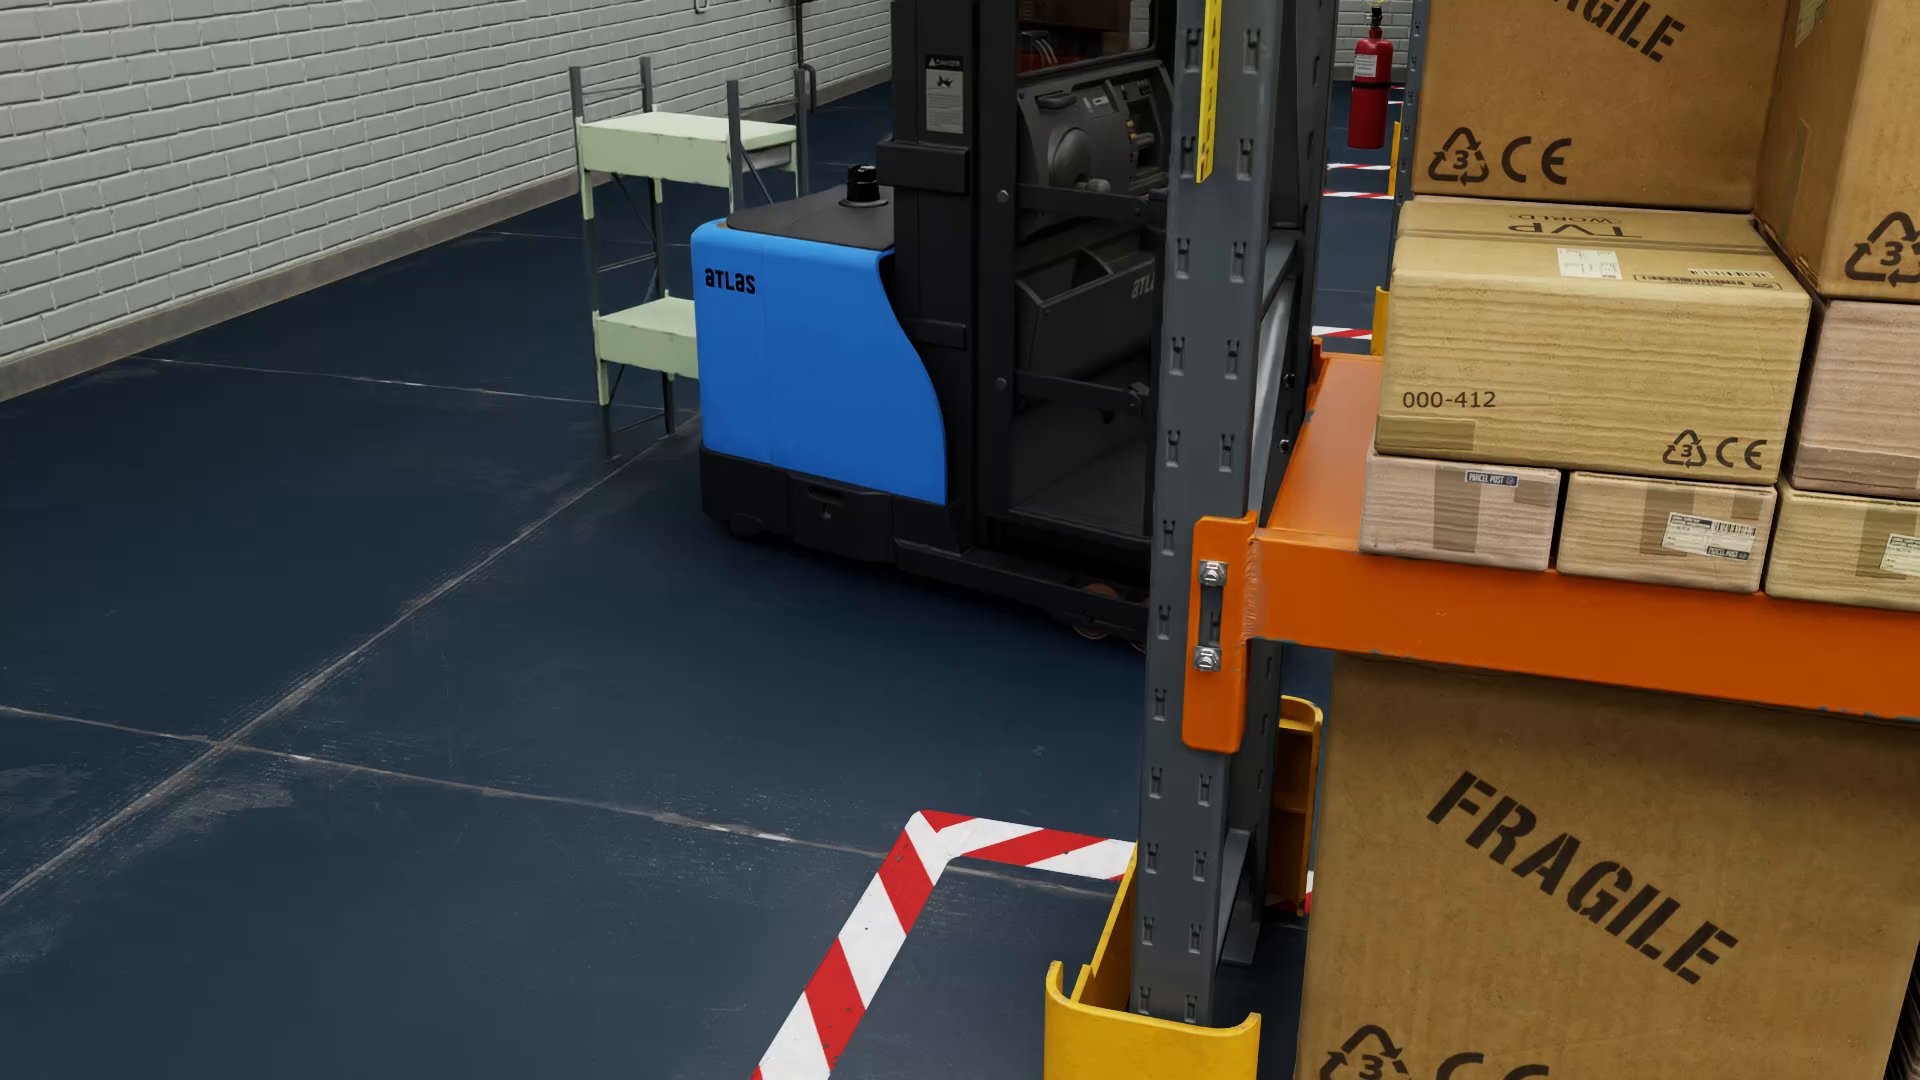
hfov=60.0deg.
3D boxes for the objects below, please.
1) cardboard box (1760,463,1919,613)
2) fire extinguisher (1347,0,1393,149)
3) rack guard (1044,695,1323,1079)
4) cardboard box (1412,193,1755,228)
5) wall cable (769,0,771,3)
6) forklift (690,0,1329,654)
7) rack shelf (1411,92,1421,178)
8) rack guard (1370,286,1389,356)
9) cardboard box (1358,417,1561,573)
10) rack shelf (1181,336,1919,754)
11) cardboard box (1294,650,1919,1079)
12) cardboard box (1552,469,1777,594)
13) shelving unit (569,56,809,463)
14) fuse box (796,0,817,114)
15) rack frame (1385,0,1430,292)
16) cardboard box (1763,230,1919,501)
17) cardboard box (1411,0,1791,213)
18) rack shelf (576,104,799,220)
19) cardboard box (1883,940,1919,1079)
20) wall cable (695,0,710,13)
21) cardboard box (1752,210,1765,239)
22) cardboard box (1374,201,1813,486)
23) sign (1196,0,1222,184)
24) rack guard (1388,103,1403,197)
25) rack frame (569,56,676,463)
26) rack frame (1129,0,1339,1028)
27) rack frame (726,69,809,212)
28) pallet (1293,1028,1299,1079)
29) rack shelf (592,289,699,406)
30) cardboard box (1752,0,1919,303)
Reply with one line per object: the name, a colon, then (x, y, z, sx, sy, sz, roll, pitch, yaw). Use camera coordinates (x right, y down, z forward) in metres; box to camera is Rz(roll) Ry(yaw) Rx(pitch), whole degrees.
cardboard box: (1.216, -0.049, 2.268, 0.250, 0.149, 0.380, 6, 23, 14)
fire extinguisher: (1.901, -2.158, 7.671, 0.183, 0.674, 0.296, 7, 23, 16)
rack guard: (0.457, 0.774, 3.224, 0.348, 0.500, 1.175, 7, 23, 16)
cardboard box: (1.020, -0.491, 2.820, 0.500, 0.250, 0.500, 6, 23, 15)
wall cable: (-1.664, -5.576, 14.073, 0.122, 1.984, 0.588, 7, 23, 16)
forklift: (0.610, -1.245, 4.943, 3.031, 2.935, 1.130, 14, 26, 30)
rack shelf: (3.924, -1.618, 6.711, 4.000, 0.370, 1.077, 7, 23, 16)
rack guard: (2.082, -1.006, 7.563, 0.348, 0.500, 1.175, 7, 23, 16)
cardboard box: (0.724, -0.105, 2.403, 0.250, 0.149, 0.380, 7, 23, 16)
rack shelf: (2.395, 0.173, 2.345, 4.000, 0.370, 1.077, 7, 23, 16)
cardboard box: (1.116, 0.450, 2.966, 0.875, 0.875, 0.875, 7, 23, 16)
cardboard box: (0.970, -0.077, 2.336, 0.250, 0.149, 0.380, 6, 23, 15)
shelving unit: (-0.973, -0.984, 6.192, 0.755, 1.500, 0.431, 14, 26, 30)
fuse box: (-1.316, -4.741, 15.073, 0.414, 1.711, 0.539, 7, 23, 16)
rack frame: (2.009, -2.171, 7.109, 0.127, 3.000, 1.000, 7, 23, 16)
cardboard box: (1.361, -0.242, 2.214, 0.500, 0.250, 0.500, 6, 23, 15)
cardboard box: (1.022, -0.837, 2.675, 0.500, 0.500, 0.500, 7, 23, 16)
rack shelf: (-0.973, -1.345, 6.044, 0.720, 0.370, 0.431, 14, 26, 30)
cardboard box: (1.987, 0.550, 2.723, 0.875, 0.875, 0.875, 7, 23, 16)
wall cable: (-2.063, -5.074, 12.808, 0.123, 1.953, 0.585, 7, 23, 16)
cardboard box: (1.506, -0.435, 2.684, 0.500, 0.250, 0.500, 6, 23, 15)
cardboard box: (0.861, -0.297, 2.347, 0.500, 0.250, 0.500, 6, 23, 14)
sign: (0.314, -0.616, 2.074, 0.005, 0.325, 0.100, 7, 23, 16)
rack guard: (3.319, -2.826, 12.001, 0.348, 0.500, 1.175, 7, 23, 16)
rack frame: (-1.281, -1.059, 6.376, 0.023, 1.500, 0.400, 14, 26, 30)
rack frame: (0.480, -0.380, 2.743, 0.127, 3.000, 1.000, 7, 23, 16)
rack frame: (-0.666, -0.908, 6.008, 0.023, 1.500, 0.400, 14, 26, 30)
pallet: (1.268, 0.970, 3.128, 1.213, 0.211, 1.003, 7, 23, 16)
rack shelf: (-0.973, -0.682, 6.316, 0.720, 0.370, 0.431, 14, 26, 30)
cardboard box: (1.340, -0.589, 2.071, 0.500, 0.500, 0.500, 6, 23, 14)
